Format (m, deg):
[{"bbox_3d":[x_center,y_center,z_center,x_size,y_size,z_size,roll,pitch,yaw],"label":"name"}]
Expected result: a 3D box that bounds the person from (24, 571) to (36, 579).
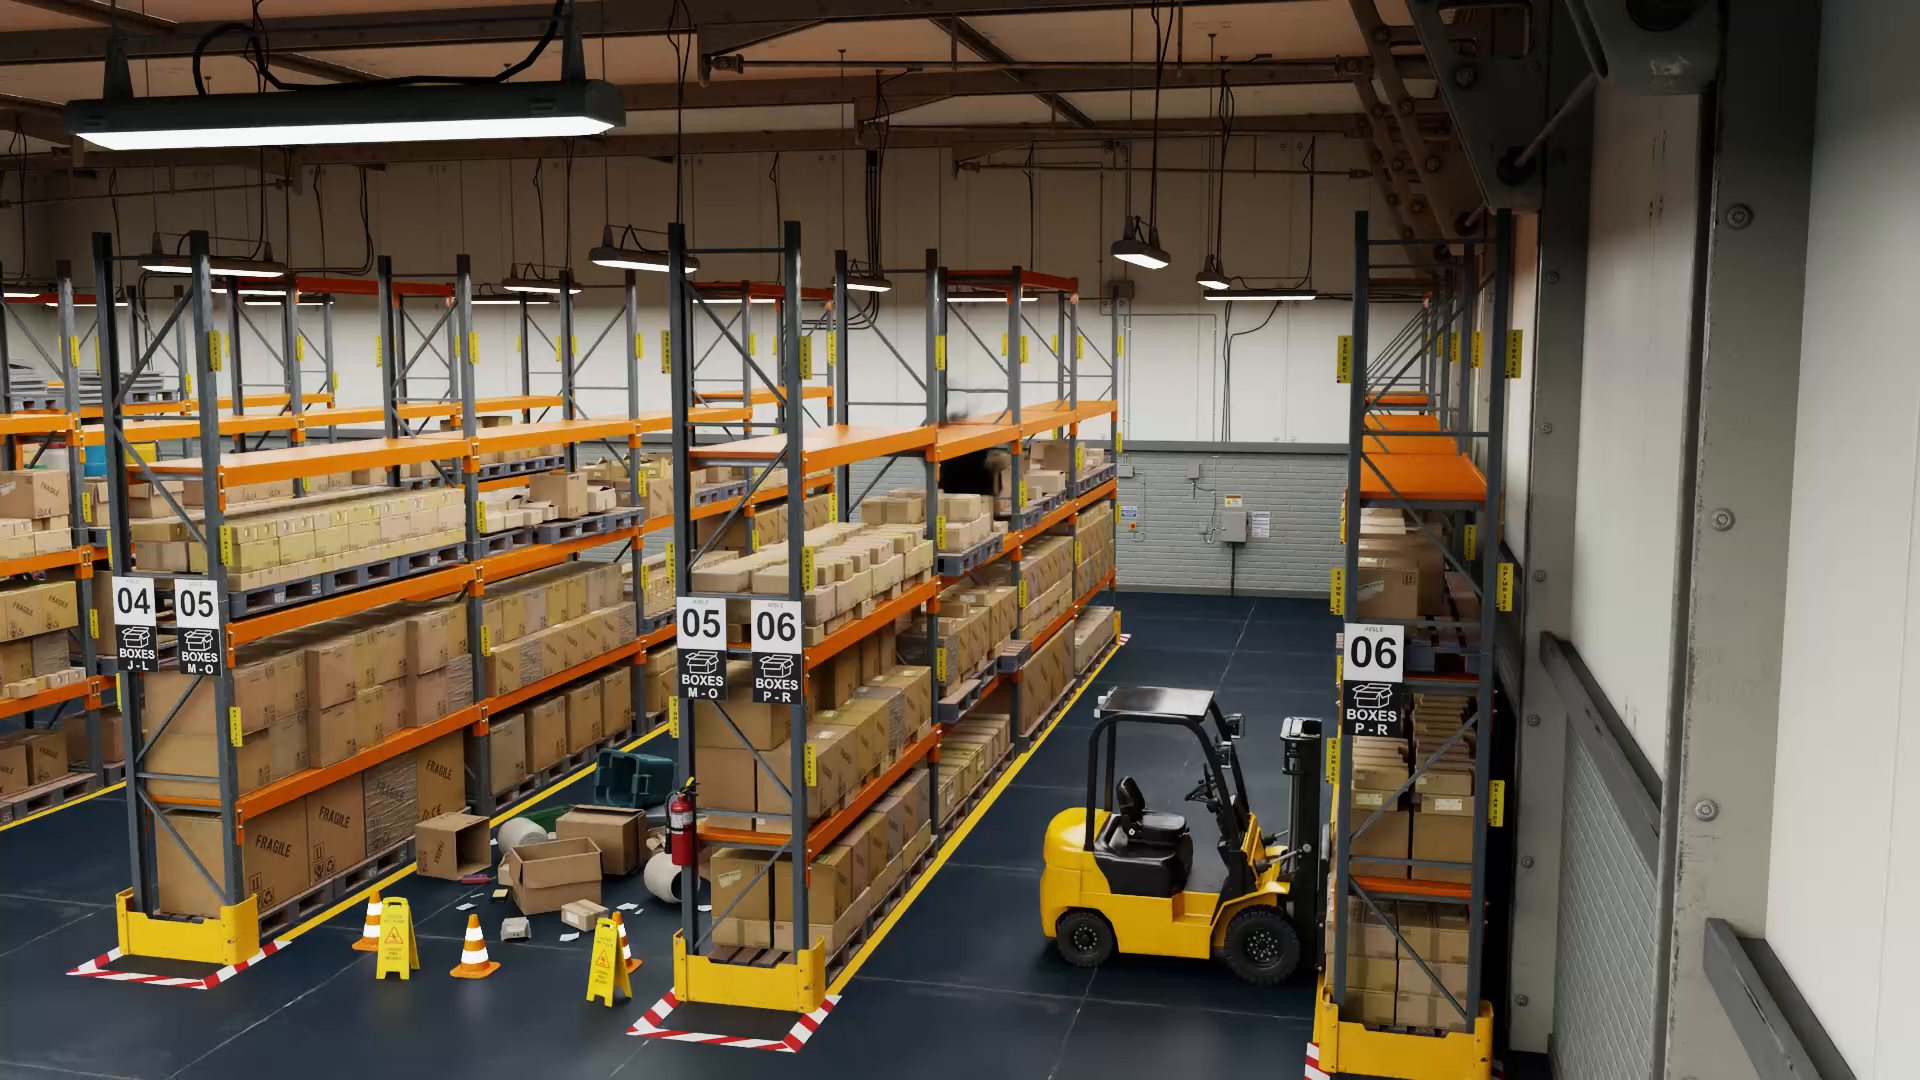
[{"bbox_3d":[-15.948,0.884,28.054,0.651,1.739,0.609,0,7,2],"label":"person"}]
